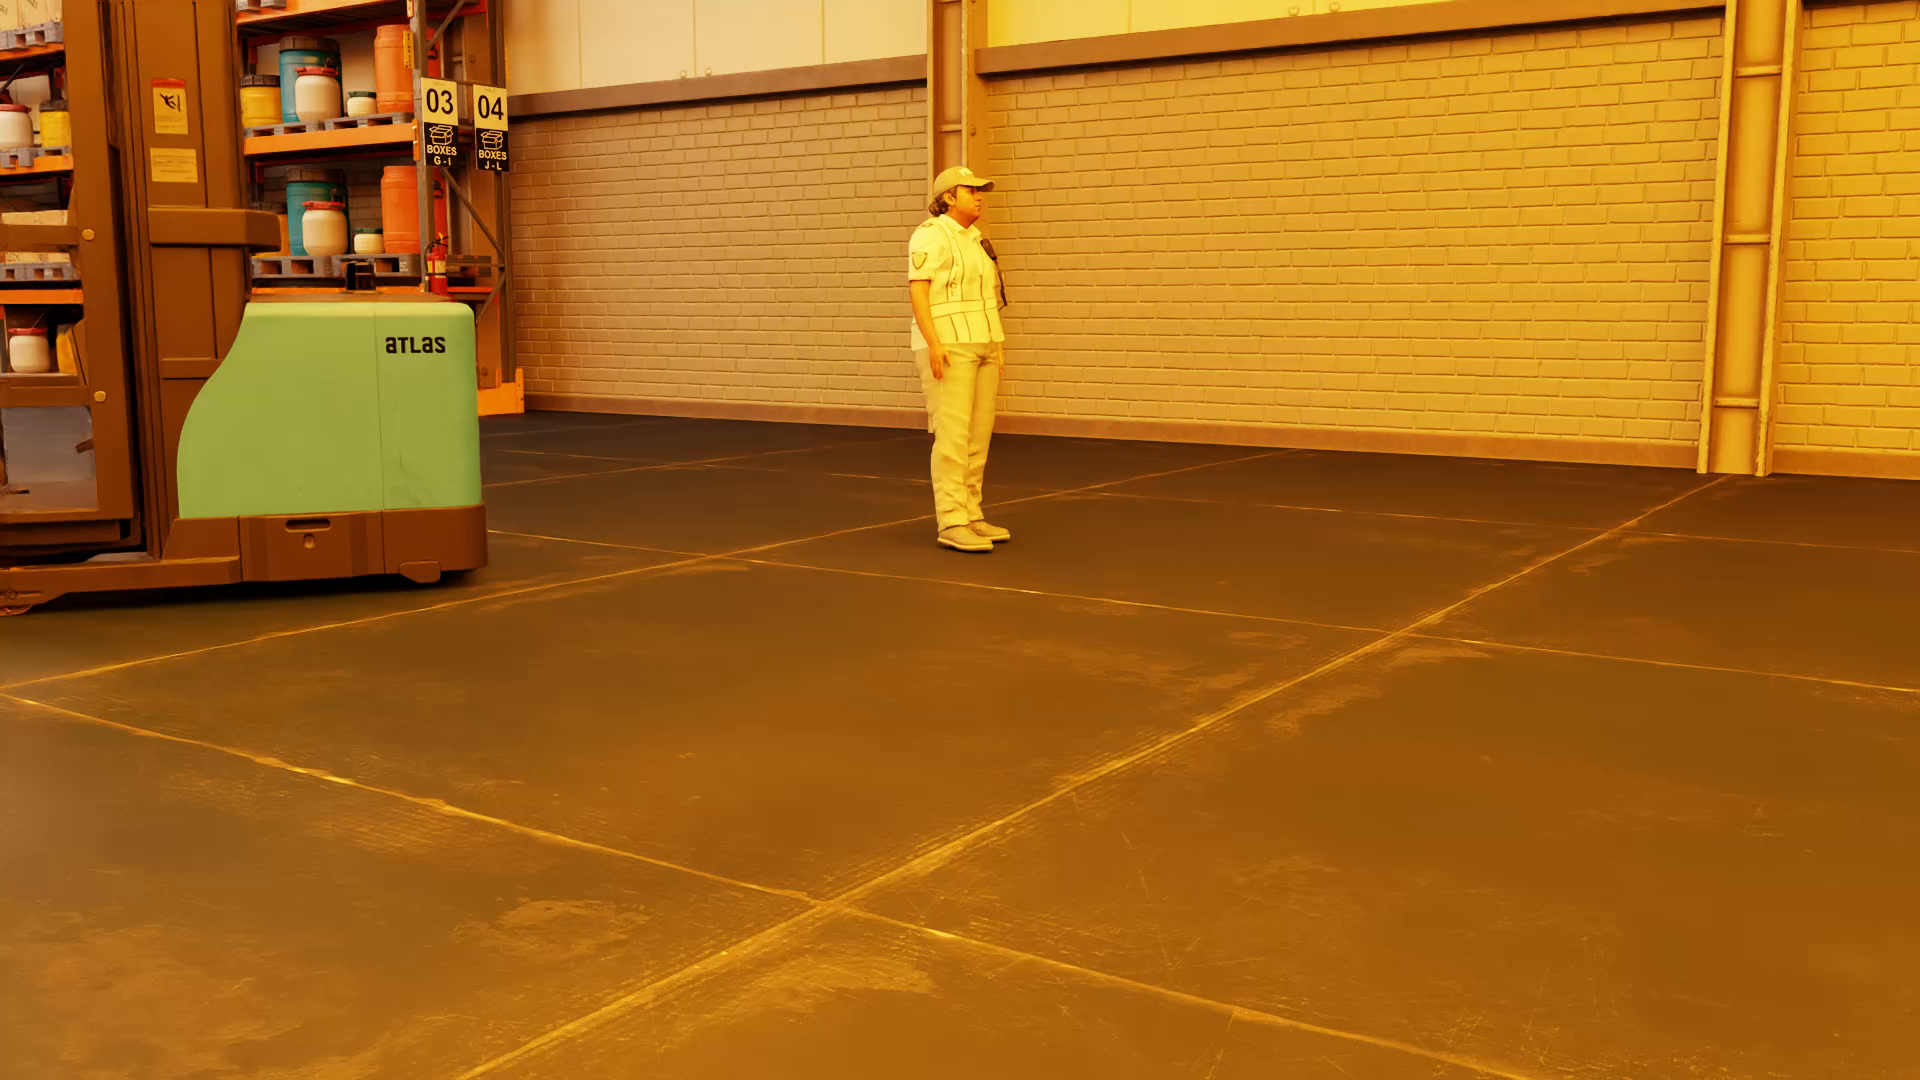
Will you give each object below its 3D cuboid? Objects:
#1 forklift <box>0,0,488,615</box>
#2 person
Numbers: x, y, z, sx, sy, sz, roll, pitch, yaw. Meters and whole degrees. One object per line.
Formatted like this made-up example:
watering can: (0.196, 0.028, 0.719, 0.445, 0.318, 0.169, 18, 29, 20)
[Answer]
forklift: (-3.389, -1.263, 6.077, 3.031, 2.935, 1.130, -3, 9, -21)
person: (0.051, -0.824, 7.424, 0.529, 1.670, 0.599, 5, 10, 34)
